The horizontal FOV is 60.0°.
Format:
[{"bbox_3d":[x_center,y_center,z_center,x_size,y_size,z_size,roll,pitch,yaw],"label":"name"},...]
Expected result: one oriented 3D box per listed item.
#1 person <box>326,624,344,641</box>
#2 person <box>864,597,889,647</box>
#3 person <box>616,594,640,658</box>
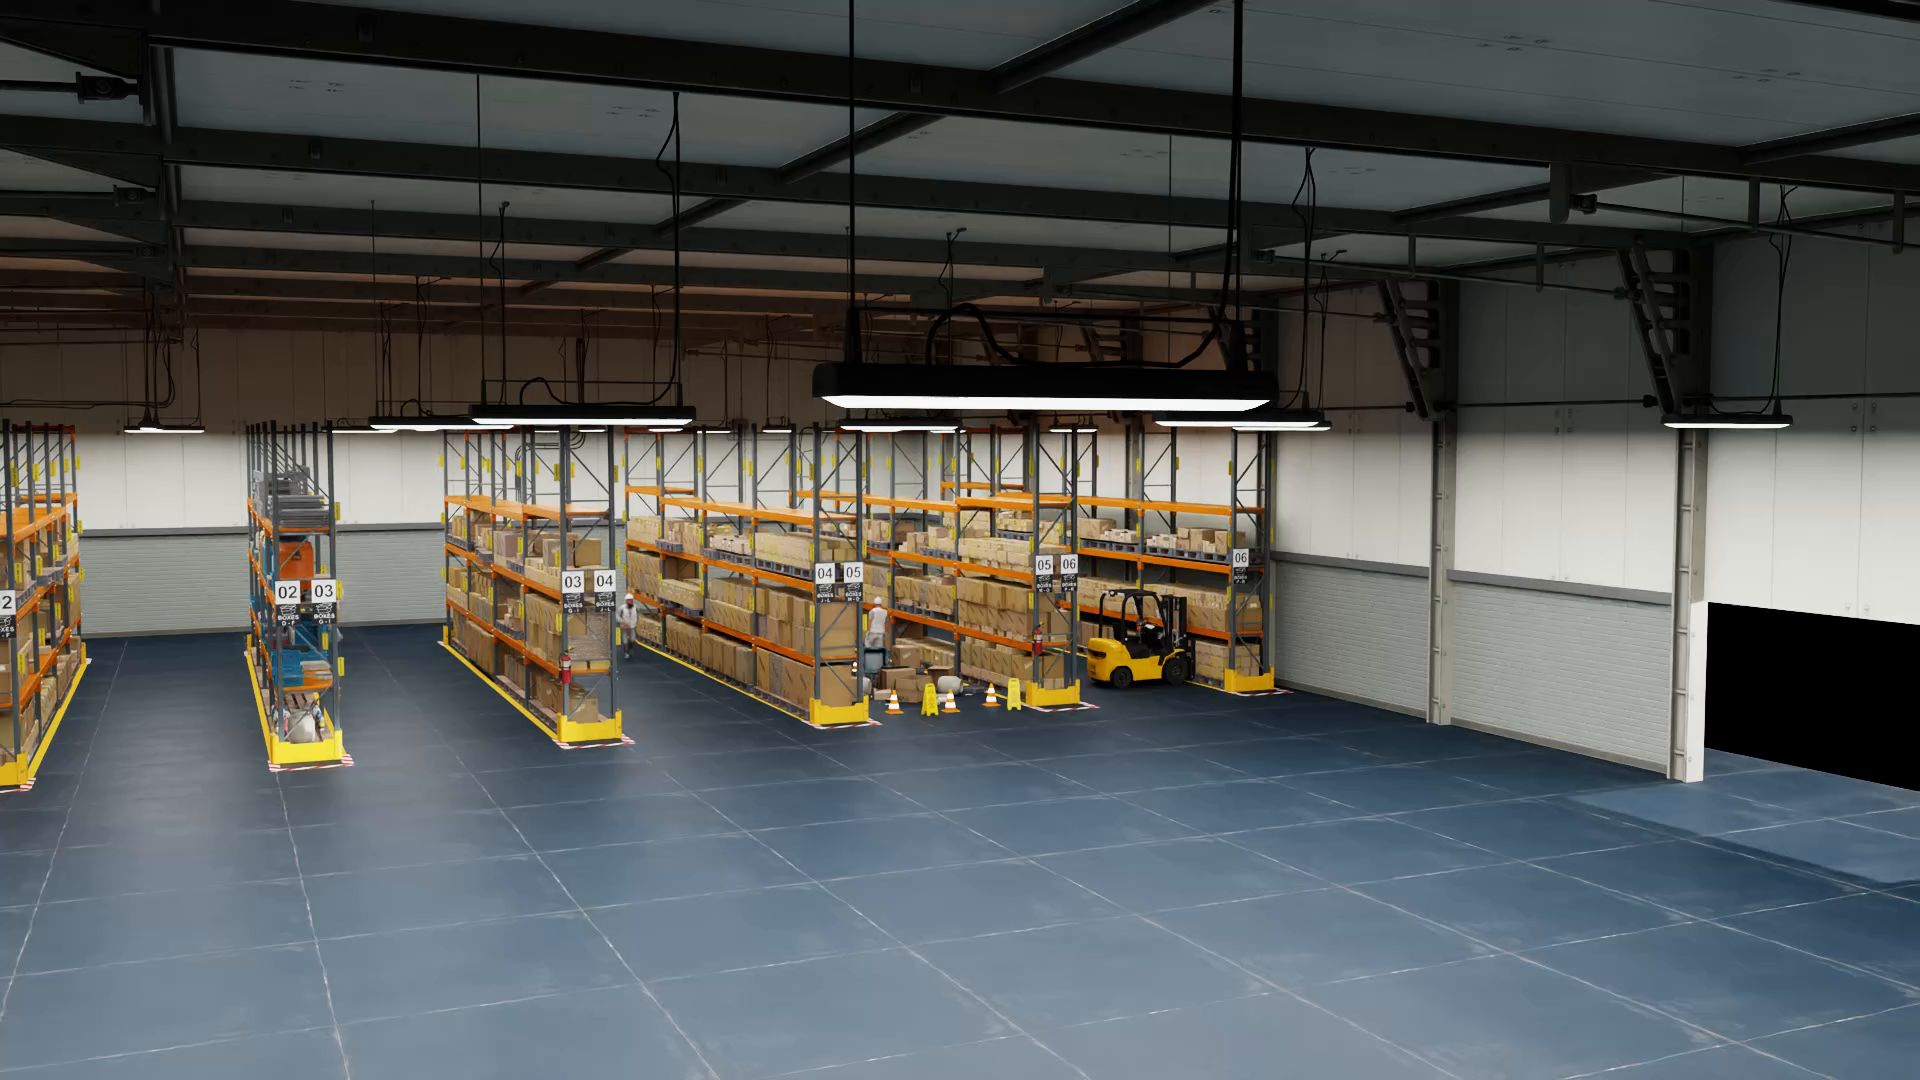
[{"bbox_3d":[-17.417,2.008,45.677,0.566,1.732,1.036,3,5,41],"label":"person"},{"bbox_3d":[-2.045,2.288,40.543,0.632,1.787,0.464,-2,4,-26],"label":"person"},{"bbox_3d":[-8.530,2.209,42.773,0.630,1.684,0.727,-1,4,-15],"label":"person"}]
